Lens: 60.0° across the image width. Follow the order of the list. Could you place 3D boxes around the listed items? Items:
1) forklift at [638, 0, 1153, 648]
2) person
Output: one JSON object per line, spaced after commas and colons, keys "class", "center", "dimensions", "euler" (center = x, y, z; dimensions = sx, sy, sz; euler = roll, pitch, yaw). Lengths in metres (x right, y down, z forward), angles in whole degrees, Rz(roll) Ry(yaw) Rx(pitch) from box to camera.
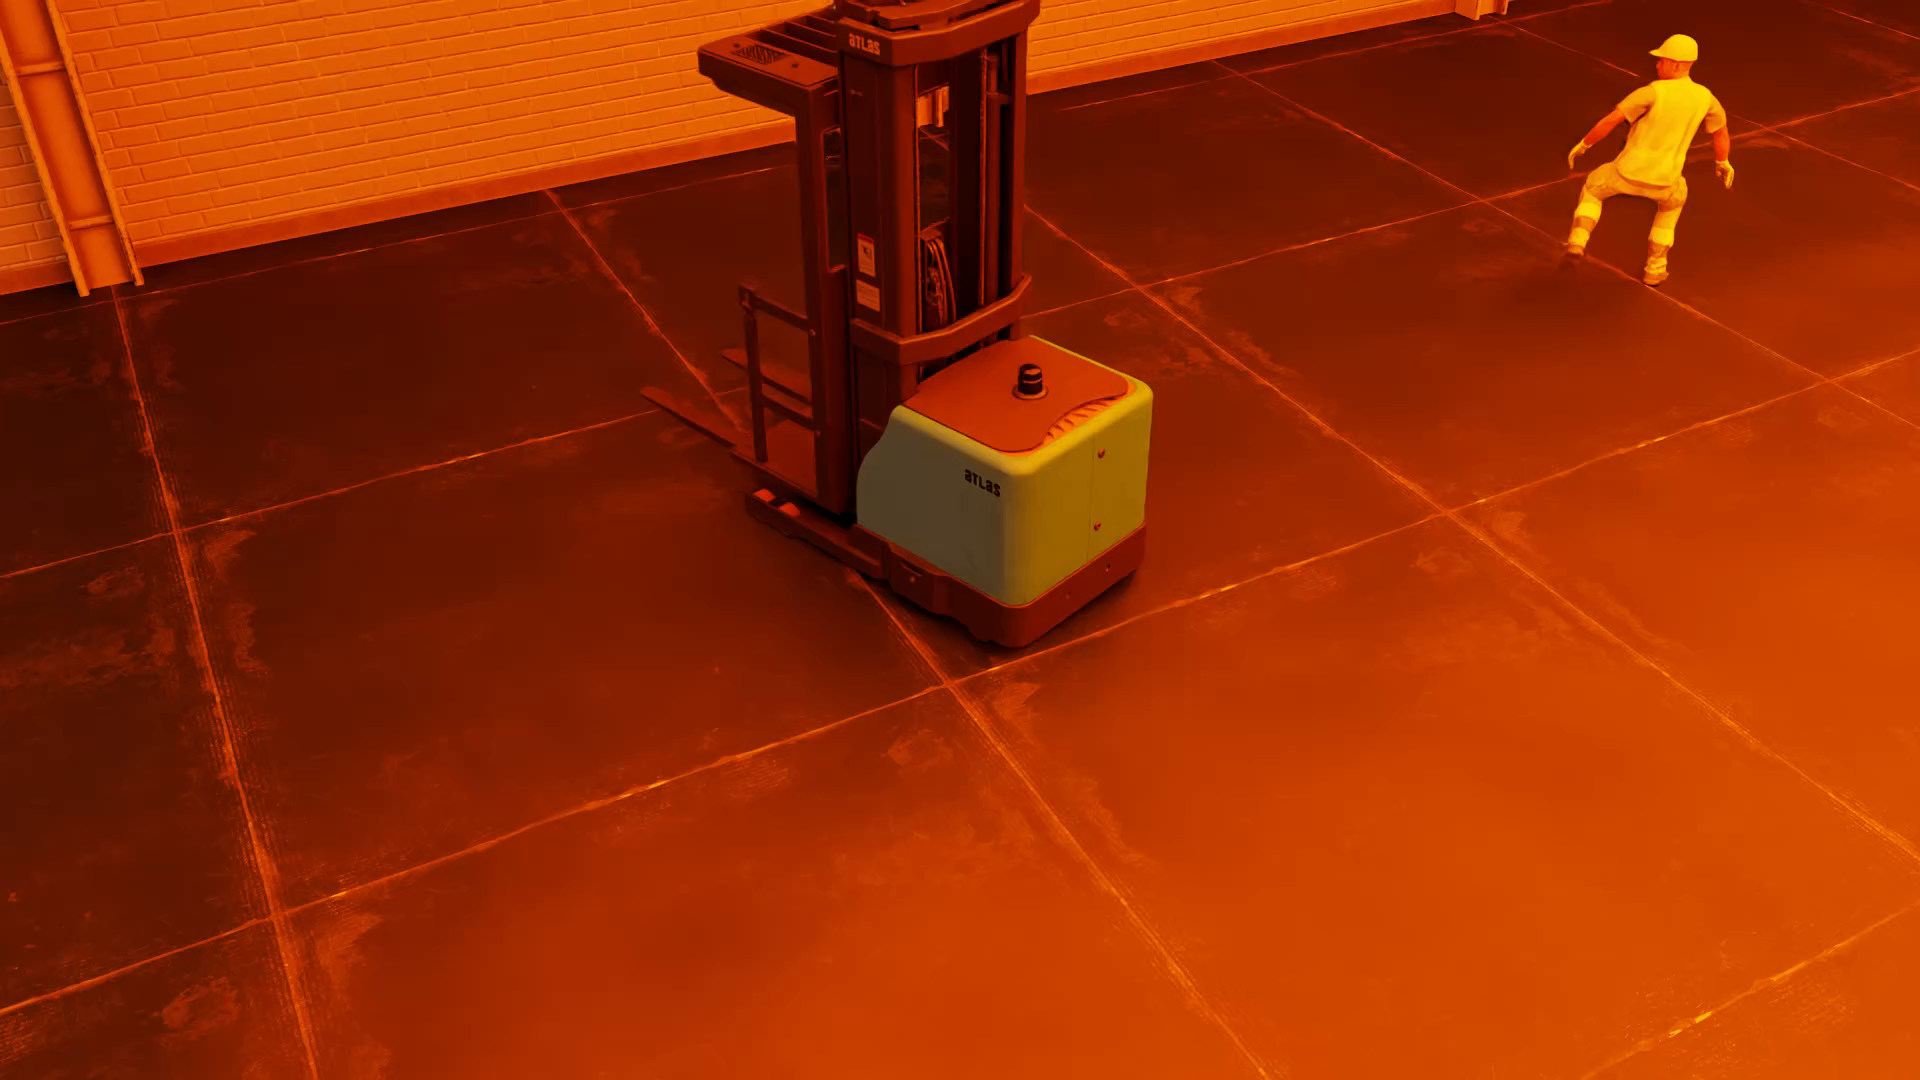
{"class": "forklift", "center": [-0.498, -1.420, 8.132], "dimensions": [3.031, 2.935, 1.130], "euler": [28, 44, 34]}
{"class": "person", "center": [4.444, -2.416, 10.683], "dimensions": [1.060, 1.648, 0.510], "euler": [7, 36, 10]}
